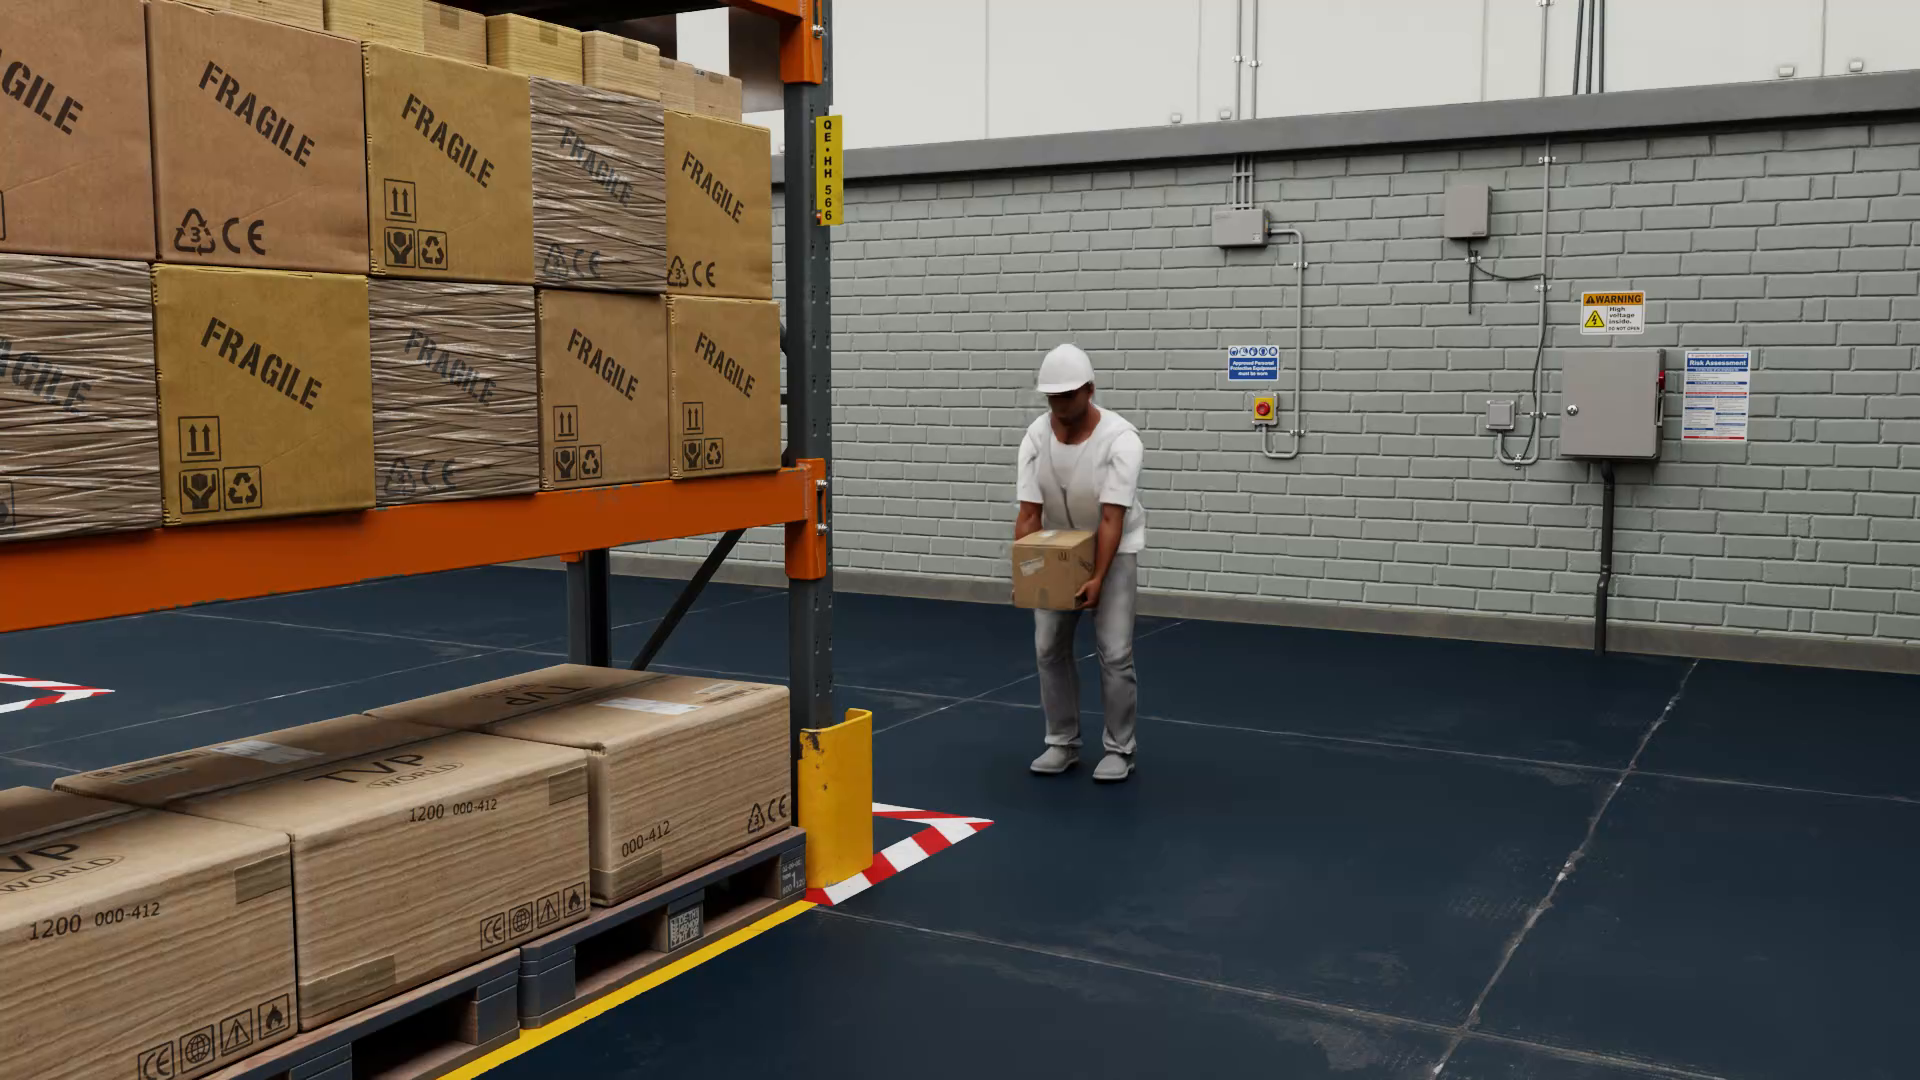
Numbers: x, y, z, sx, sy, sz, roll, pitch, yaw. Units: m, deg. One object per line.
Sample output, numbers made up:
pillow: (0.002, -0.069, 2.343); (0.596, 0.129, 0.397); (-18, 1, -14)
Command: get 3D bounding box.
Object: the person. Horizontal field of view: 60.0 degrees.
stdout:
person: (0.470, 0.094, 6.465); (0.488, 1.693, 0.636); (3, 7, 28)
